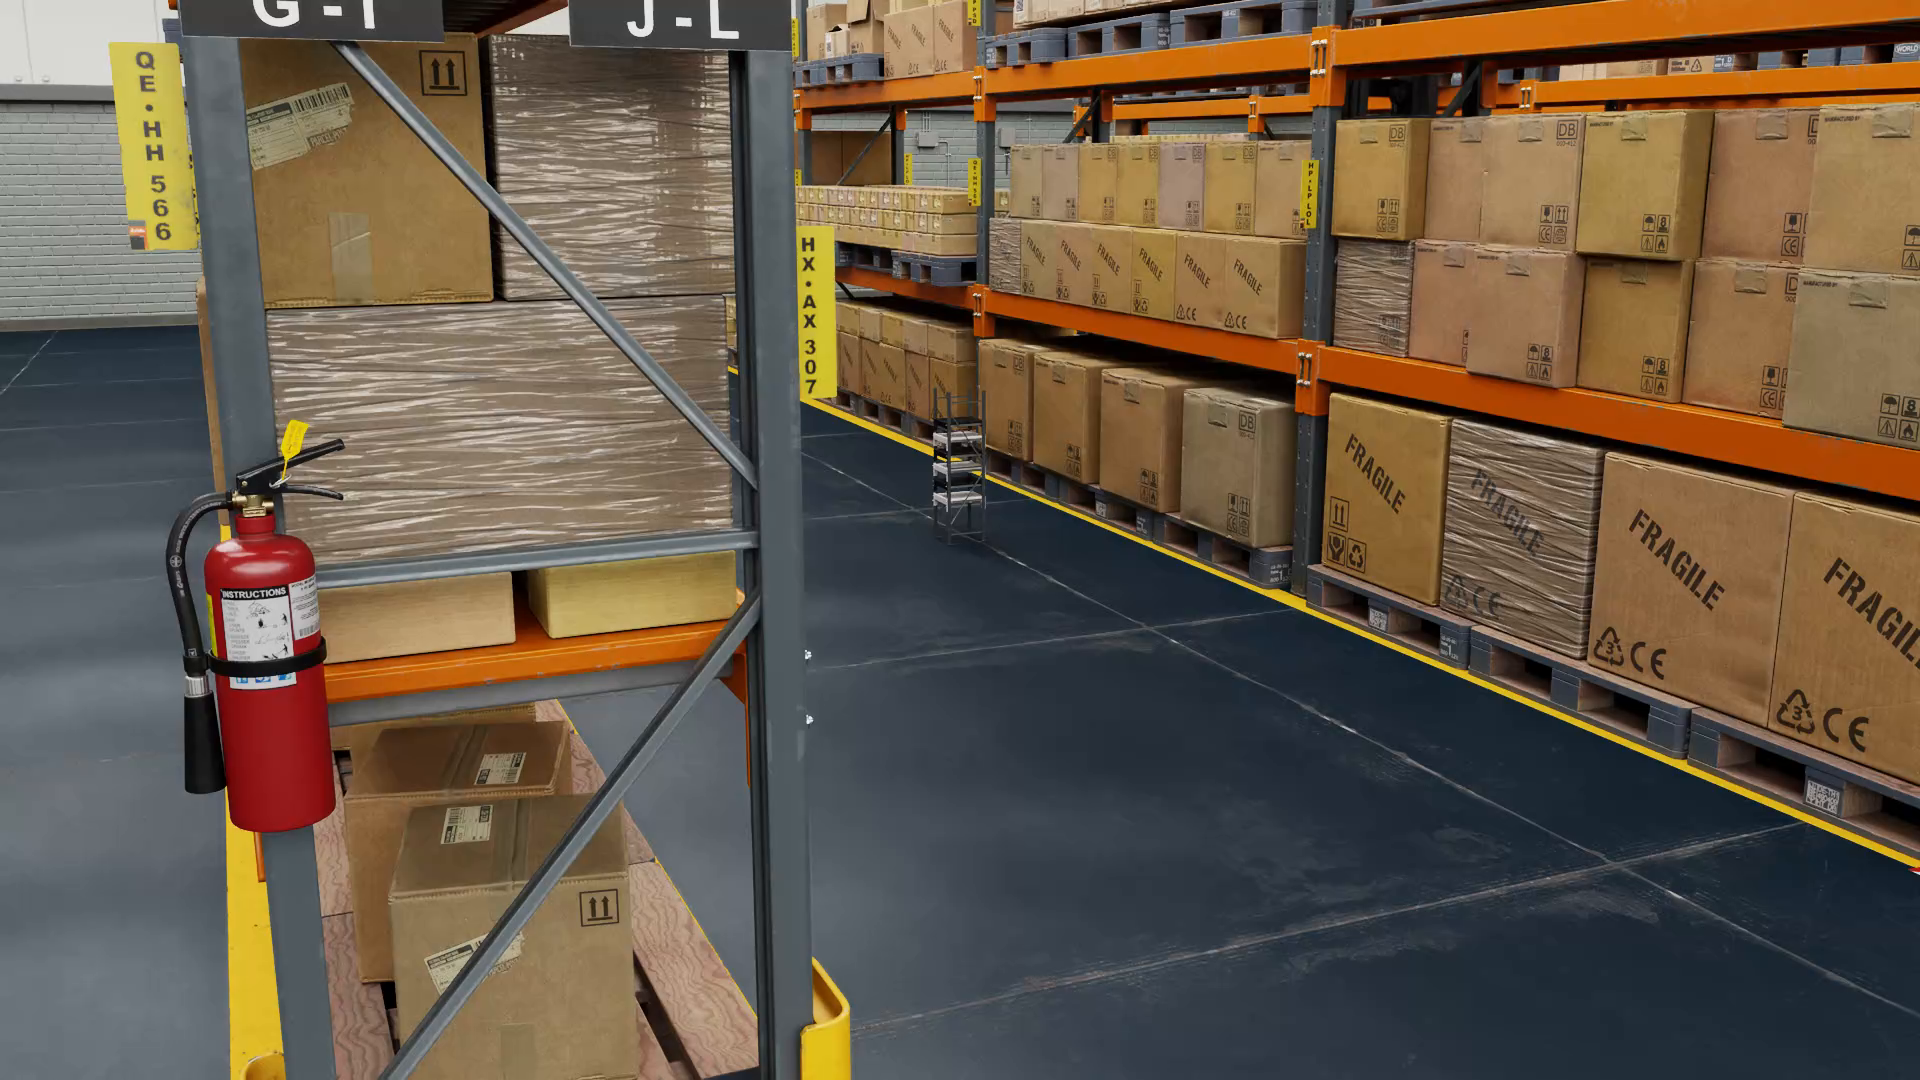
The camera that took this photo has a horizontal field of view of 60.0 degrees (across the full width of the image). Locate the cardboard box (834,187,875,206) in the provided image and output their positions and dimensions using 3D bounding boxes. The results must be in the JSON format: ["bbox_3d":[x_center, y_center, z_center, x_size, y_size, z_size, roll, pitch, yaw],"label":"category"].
[{"bbox_3d":[-0.849,-2.901,14.057,0.380,0.149,0.250,-6,14,-23],"label":"cardboard box"}]

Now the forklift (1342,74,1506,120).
[{"bbox_3d":[3.387,-2.046,12.211,1.130,2.935,3.031,-7,15,-29],"label":"forklift"}]

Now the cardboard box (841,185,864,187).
[{"bbox_3d":[-0.971,-3.185,16.099,0.500,0.500,0.500,-6,14,-24],"label":"cardboard box"}]

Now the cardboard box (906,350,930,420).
[{"bbox_3d":[-0.109,-1.247,13.217,0.500,0.500,0.500,-5,14,-21],"label":"cardboard box"}]

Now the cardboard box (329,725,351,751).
[{"bbox_3d":[-2.024,0.431,5.970,0.500,0.500,0.500,-1,13,-5],"label":"cardboard box"}]

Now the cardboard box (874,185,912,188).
[{"bbox_3d":[-0.555,-3.118,14.995,0.380,0.149,0.250,-6,14,-25],"label":"cardboard box"}]

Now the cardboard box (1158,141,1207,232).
[{"bbox_3d":[1.587,-2.062,9.688,0.700,0.500,0.500,-6,14,-23],"label":"cardboard box"}]

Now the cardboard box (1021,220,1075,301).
[{"bbox_3d":[0.737,-1.867,11.062,0.500,0.500,0.500,-6,14,-24],"label":"cardboard box"}]

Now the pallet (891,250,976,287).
[{"bbox_3d":[0.216,-2.084,12.648,1.213,0.211,1.003,-6,14,-23],"label":"pallet"}]

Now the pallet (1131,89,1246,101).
[{"bbox_3d":[2.689,-5.174,19.119,1.003,0.211,1.213,-6,14,-23],"label":"pallet"}]

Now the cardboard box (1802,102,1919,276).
[{"bbox_3d":[3.385,-1.172,5.554,0.875,0.550,0.550,-6,14,-23],"label":"cardboard box"}]

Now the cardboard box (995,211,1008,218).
[{"bbox_3d":[0.479,-2.441,12.731,0.380,0.149,0.250,-5,14,-20],"label":"cardboard box"}]

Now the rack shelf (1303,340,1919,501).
[{"bbox_3d":[3.002,-0.450,6.757,1.077,0.370,4.000,-6,14,-23],"label":"rack shelf"}]

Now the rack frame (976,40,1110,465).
[{"bbox_3d":[0.599,-2.040,12.032,1.000,3.000,0.127,-6,14,-23],"label":"rack frame"}]

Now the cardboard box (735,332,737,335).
[{"bbox_3d":[-2.212,-2.167,17.973,0.380,0.149,0.250,-6,14,-23],"label":"cardboard box"}]

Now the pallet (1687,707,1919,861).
[{"bbox_3d":[3.411,0.813,5.889,1.003,0.211,1.213,-6,14,-23],"label":"pallet"}]

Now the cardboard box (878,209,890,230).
[{"bbox_3d":[-0.430,-2.541,13.161,0.380,0.149,0.250,-6,14,-23],"label":"cardboard box"}]

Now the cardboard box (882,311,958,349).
[{"bbox_3d":[-0.317,-1.720,13.597,0.500,0.250,0.500,-5,14,-22],"label":"cardboard box"}]

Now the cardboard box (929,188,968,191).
[{"bbox_3d":[-0.033,-2.848,13.831,0.380,0.149,0.250,-6,14,-24],"label":"cardboard box"}]

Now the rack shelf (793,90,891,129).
[{"bbox_3d":[-1.805,-4.391,17.131,1.077,0.370,4.000,-6,14,-23],"label":"rack shelf"}]

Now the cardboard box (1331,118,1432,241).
[{"bbox_3d":[2.317,-1.734,7.980,0.875,0.550,0.550,-6,14,-23],"label":"cardboard box"}]

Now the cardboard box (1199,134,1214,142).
[{"bbox_3d":[2.862,-4.389,18.302,0.380,0.149,0.250,-6,14,-23],"label":"cardboard box"}]

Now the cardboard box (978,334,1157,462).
[{"bbox_3d":[0.760,-1.015,11.660,1.050,0.750,0.750,-6,14,-24],"label":"cardboard box"}]

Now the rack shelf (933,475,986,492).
[{"bbox_3d":[-0.003,-0.320,9.803,0.258,0.077,0.200,-6,14,-23],"label":"rack shelf"}]

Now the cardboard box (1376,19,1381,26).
[{"bbox_3d":[4.122,-4.561,15.118,0.500,0.500,0.500,-5,14,-22],"label":"cardboard box"}]

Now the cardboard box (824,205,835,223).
[{"bbox_3d":[-0.953,-2.810,14.327,0.380,0.149,0.250,-6,14,-25],"label":"cardboard box"}]

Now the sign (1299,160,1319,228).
[{"bbox_3d":[1.708,-1.688,8.120,0.100,0.325,0.005,-6,14,-23],"label":"sign"}]

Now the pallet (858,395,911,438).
[{"bbox_3d":[-0.198,-1.095,14.132,1.003,0.211,1.213,-6,14,-23],"label":"pallet"}]

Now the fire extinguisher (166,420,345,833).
[{"bbox_3d":[-1.158,0.143,2.772,0.296,0.674,0.183,-6,14,-23],"label":"fire extinguisher"}]

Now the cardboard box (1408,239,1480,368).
[{"bbox_3d":[2.601,-1.100,7.638,0.875,0.550,0.550,-6,14,-23],"label":"cardboard box"}]

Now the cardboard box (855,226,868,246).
[{"bbox_3d":[-0.641,-2.504,13.663,0.380,0.149,0.250,-6,14,-26],"label":"cardboard box"}]

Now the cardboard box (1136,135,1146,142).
[{"bbox_3d":[2.284,-4.645,19.410,0.380,0.149,0.250,-5,14,-22],"label":"cardboard box"}]

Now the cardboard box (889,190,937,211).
[{"bbox_3d":[-0.331,-2.633,12.901,0.380,0.149,0.250,-5,14,-21],"label":"cardboard box"}]

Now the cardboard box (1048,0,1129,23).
[{"bbox_3d":[0.888,-3.409,10.473,0.500,0.250,0.500,-5,14,-21],"label":"cardboard box"}]

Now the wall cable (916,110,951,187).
[{"bbox_3d":[-0.391,-5.834,26.102,0.585,1.953,0.123,-6,14,-23],"label":"wall cable"}]

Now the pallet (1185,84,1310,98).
[{"bbox_3d":[3.173,-4.923,18.031,1.003,0.211,1.213,-6,14,-23],"label":"pallet"}]

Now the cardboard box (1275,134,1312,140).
[{"bbox_3d":[3.603,-4.275,17.811,0.380,0.149,0.250,-6,14,-24],"label":"cardboard box"}]

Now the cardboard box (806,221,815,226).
[{"bbox_3d":[-1.151,-2.769,14.808,0.380,0.149,0.250,-5,14,-22],"label":"cardboard box"}]

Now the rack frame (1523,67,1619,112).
[{"bbox_3d":[5.094,-2.508,14.054,1.000,3.000,0.127,-6,14,-23],"label":"rack frame"}]

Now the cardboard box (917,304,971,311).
[{"bbox_3d":[-0.055,-1.872,14.256,0.500,0.250,0.500,-6,14,-25],"label":"cardboard box"}]

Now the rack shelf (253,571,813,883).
[{"bbox_3d":[-1.583,-0.023,4.912,1.077,0.370,4.000,-6,14,-23],"label":"rack shelf"}]

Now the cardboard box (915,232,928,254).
[{"bbox_3d":[-0.118,-2.234,12.497,0.380,0.149,0.250,-6,14,-23],"label":"cardboard box"}]

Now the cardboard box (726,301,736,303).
[{"bbox_3d":[-2.503,-2.550,18.306,0.380,0.149,0.250,-6,14,-23],"label":"cardboard box"}]

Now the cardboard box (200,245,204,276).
[{"bbox_3d":[-2.092,-0.775,5.685,0.875,0.500,0.500,-6,14,-23],"label":"cardboard box"}]

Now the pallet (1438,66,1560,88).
[{"bbox_3d":[4.787,-4.006,14.291,1.213,0.211,1.003,-5,14,-20],"label":"pallet"}]

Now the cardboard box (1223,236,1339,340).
[{"bbox_3d":[1.747,-1.346,8.812,0.500,0.500,0.500,-6,14,-23],"label":"cardboard box"}]

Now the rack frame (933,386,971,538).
[{"bbox_3d":[-0.044,-0.461,9.866,0.240,0.900,0.006,-6,14,-23],"label":"rack frame"}]

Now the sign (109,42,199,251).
[{"bbox_3d":[-1.298,-0.632,2.681,0.100,0.325,0.005,-6,14,-23],"label":"sign"}]

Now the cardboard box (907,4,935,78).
[{"bbox_3d":[-0.075,-3.747,12.535,0.500,0.500,0.500,-6,14,-23],"label":"cardboard box"}]

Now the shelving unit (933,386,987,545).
[{"bbox_3d":[-0.003,-0.440,9.776,0.258,0.900,0.210,-6,14,-23],"label":"shelving unit"}]
